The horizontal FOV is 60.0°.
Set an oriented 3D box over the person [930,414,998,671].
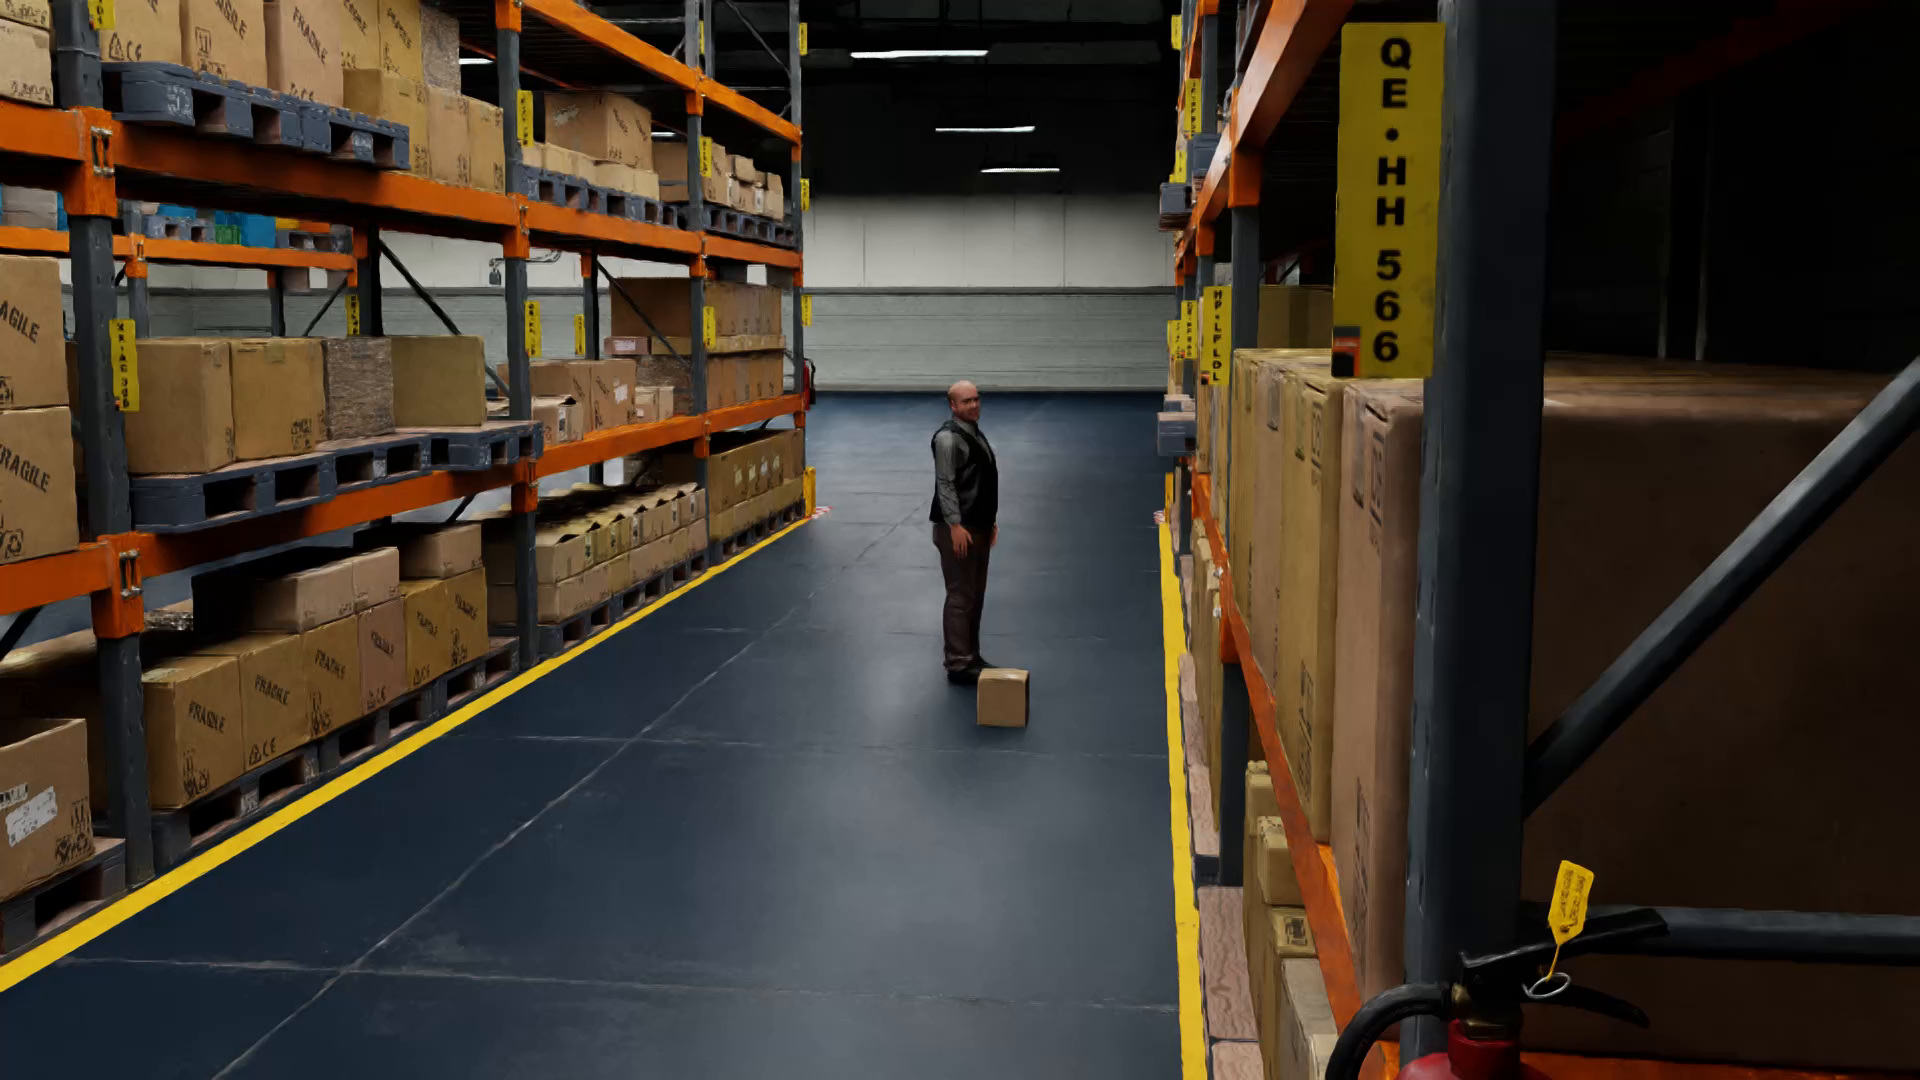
[{"bbox_3d":[0.023,0.004,9.699,0.357,1.473,0.588,3,8,21],"label":"person"}]
